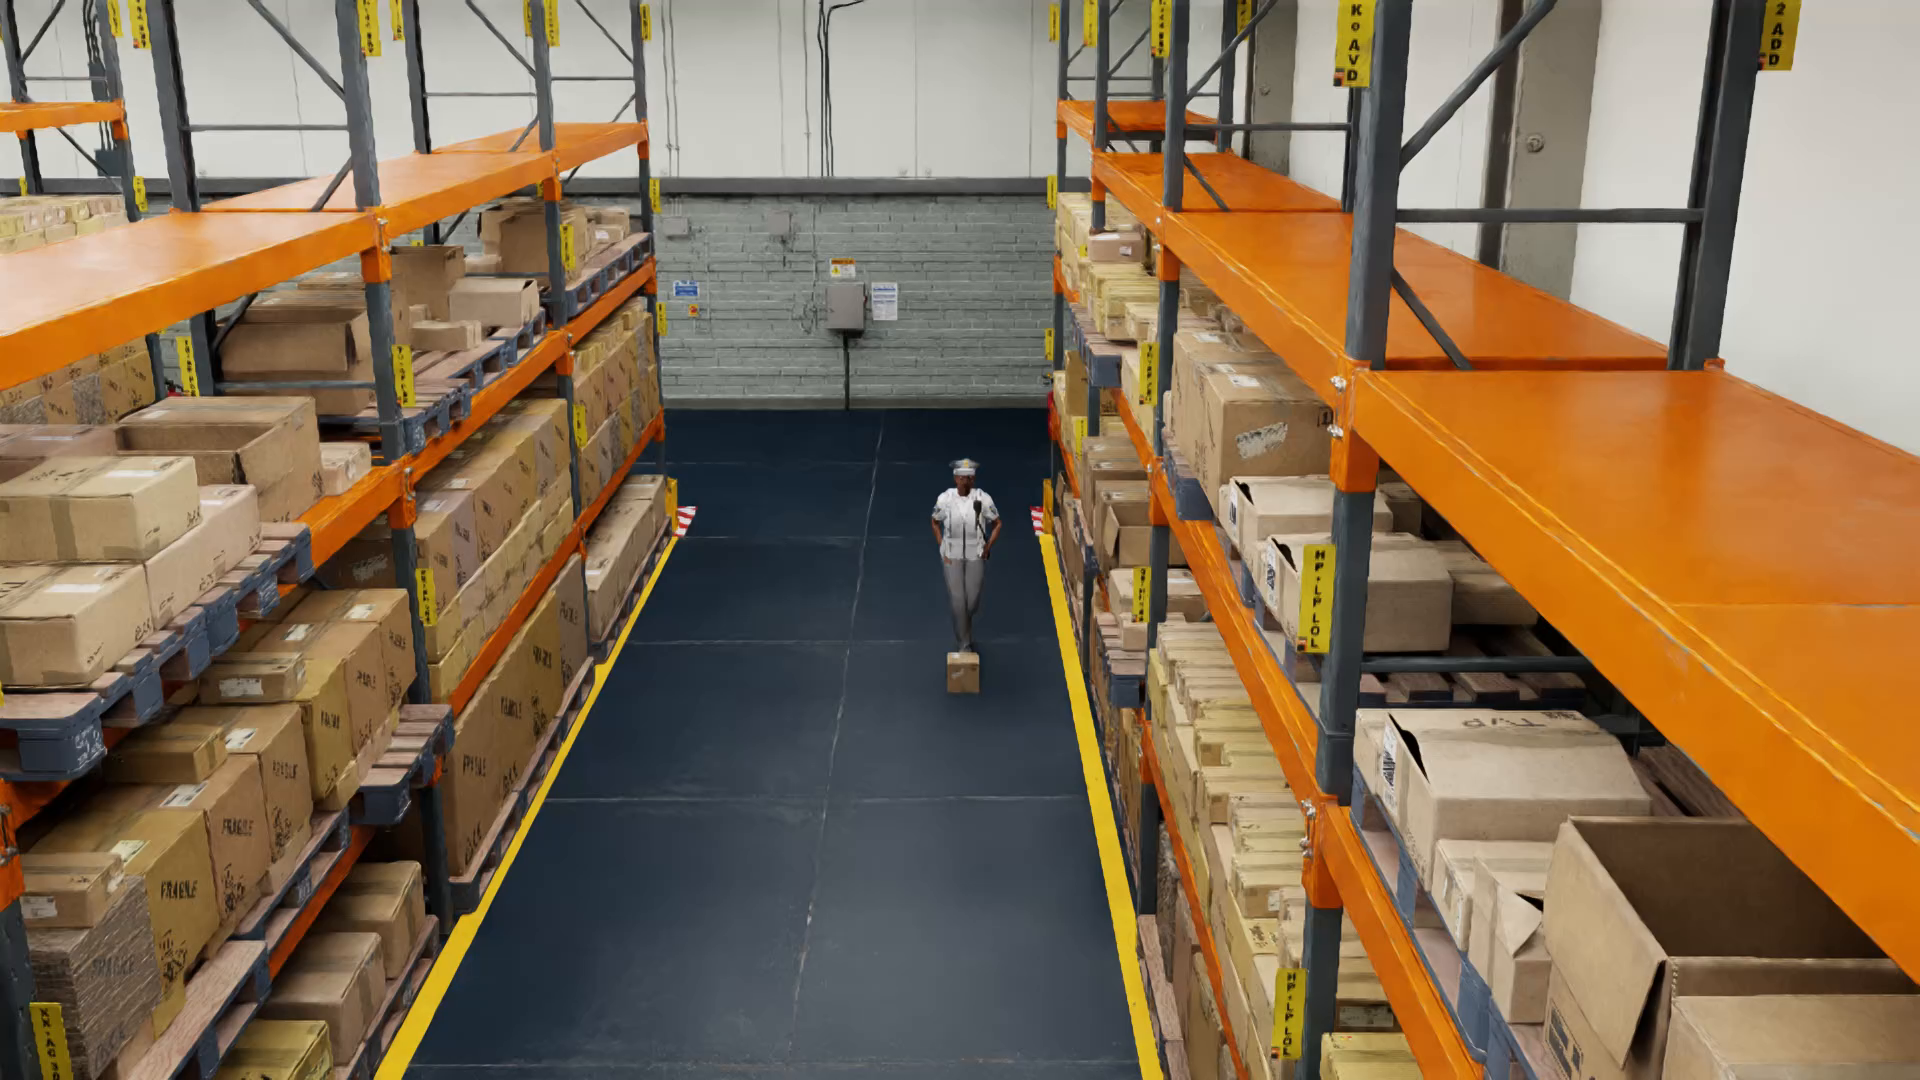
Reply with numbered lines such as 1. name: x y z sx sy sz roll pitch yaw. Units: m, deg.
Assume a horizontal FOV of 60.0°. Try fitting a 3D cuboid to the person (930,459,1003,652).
1. person: 0.051 0.127 13.633 0.593 1.669 0.649 0 17 1
